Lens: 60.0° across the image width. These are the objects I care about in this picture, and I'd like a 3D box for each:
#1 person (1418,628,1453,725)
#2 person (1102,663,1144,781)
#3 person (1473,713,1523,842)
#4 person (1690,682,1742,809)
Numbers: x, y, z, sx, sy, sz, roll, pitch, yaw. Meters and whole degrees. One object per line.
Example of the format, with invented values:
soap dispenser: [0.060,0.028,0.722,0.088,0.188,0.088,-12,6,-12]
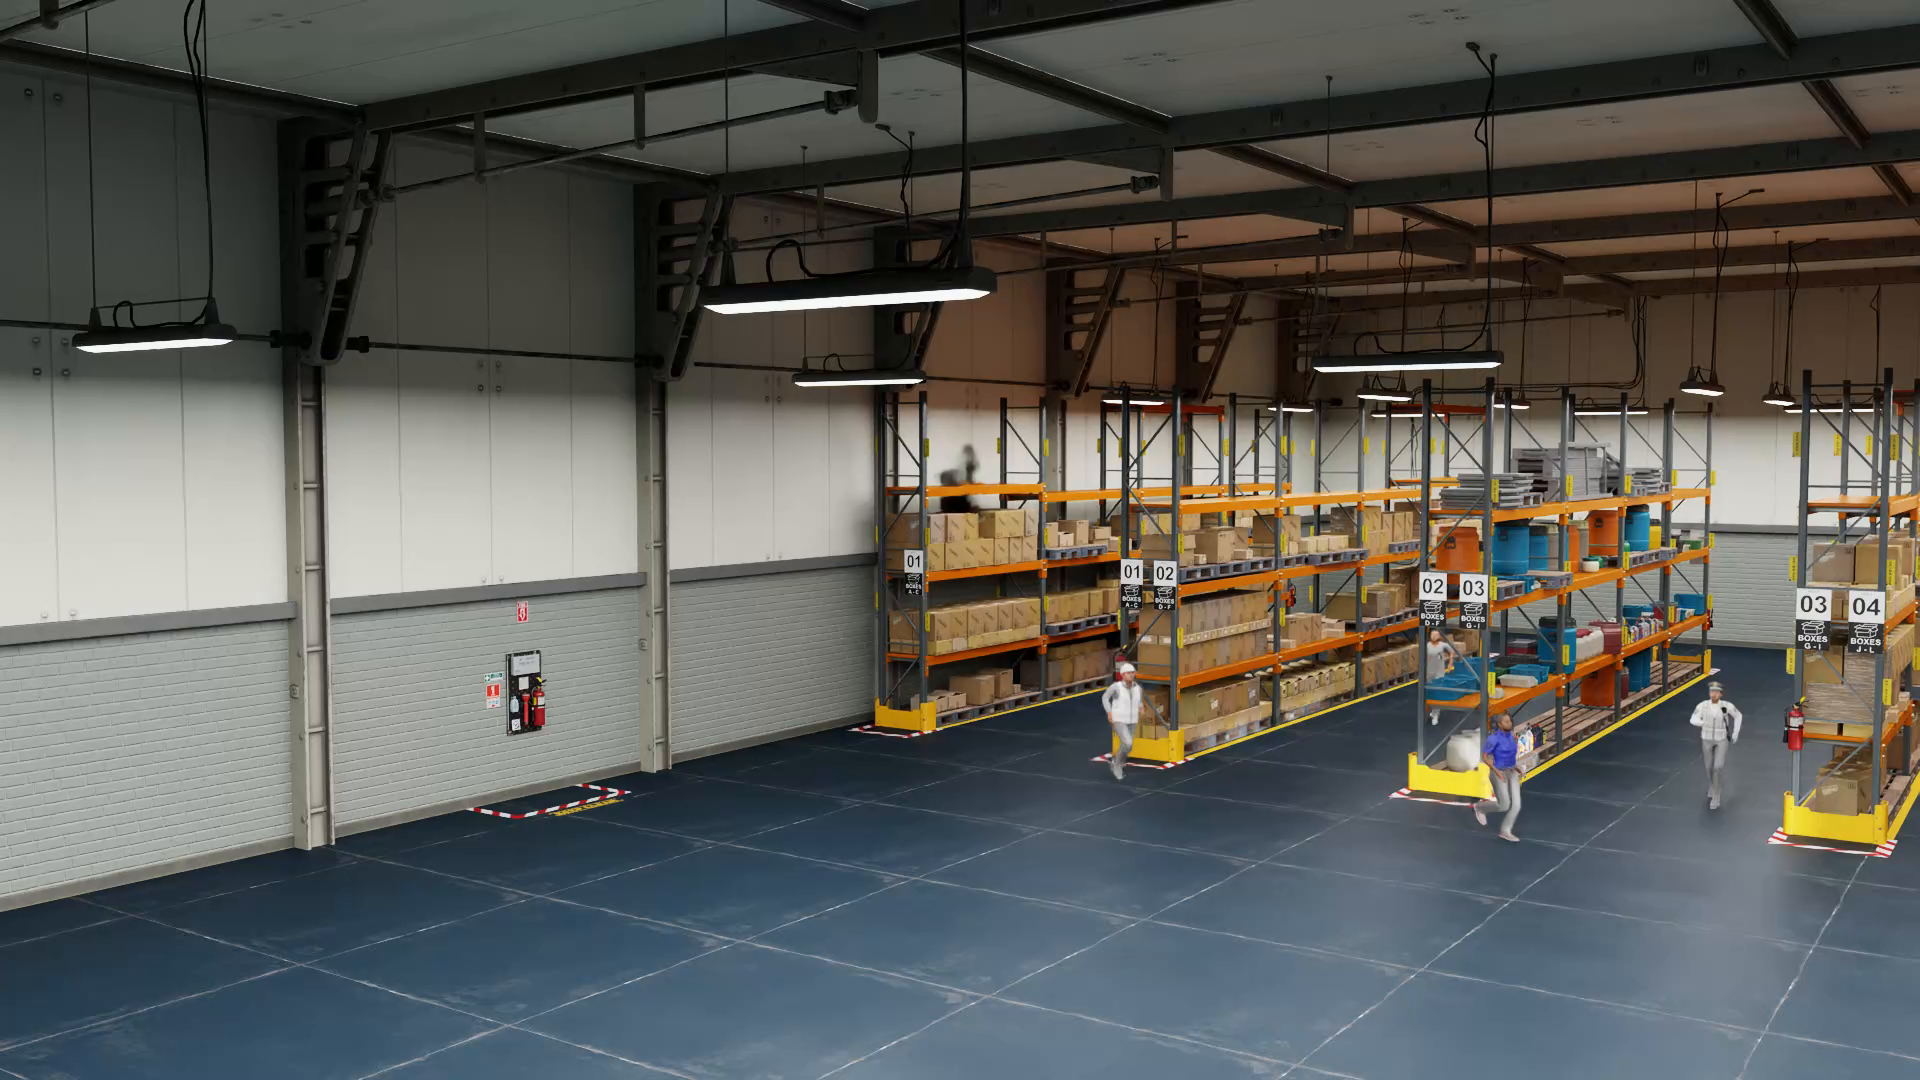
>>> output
person: [8.693,2.465,30.427,0.566,1.721,0.831,2,4,28]
person: [2.492,2.731,25.063,0.589,1.755,0.789,-2,4,-29]
person: [6.930,3.024,21.333,0.578,1.620,0.638,-2,4,-32]
person: [10.616,2.848,23.381,0.612,1.747,0.805,2,4,36]
